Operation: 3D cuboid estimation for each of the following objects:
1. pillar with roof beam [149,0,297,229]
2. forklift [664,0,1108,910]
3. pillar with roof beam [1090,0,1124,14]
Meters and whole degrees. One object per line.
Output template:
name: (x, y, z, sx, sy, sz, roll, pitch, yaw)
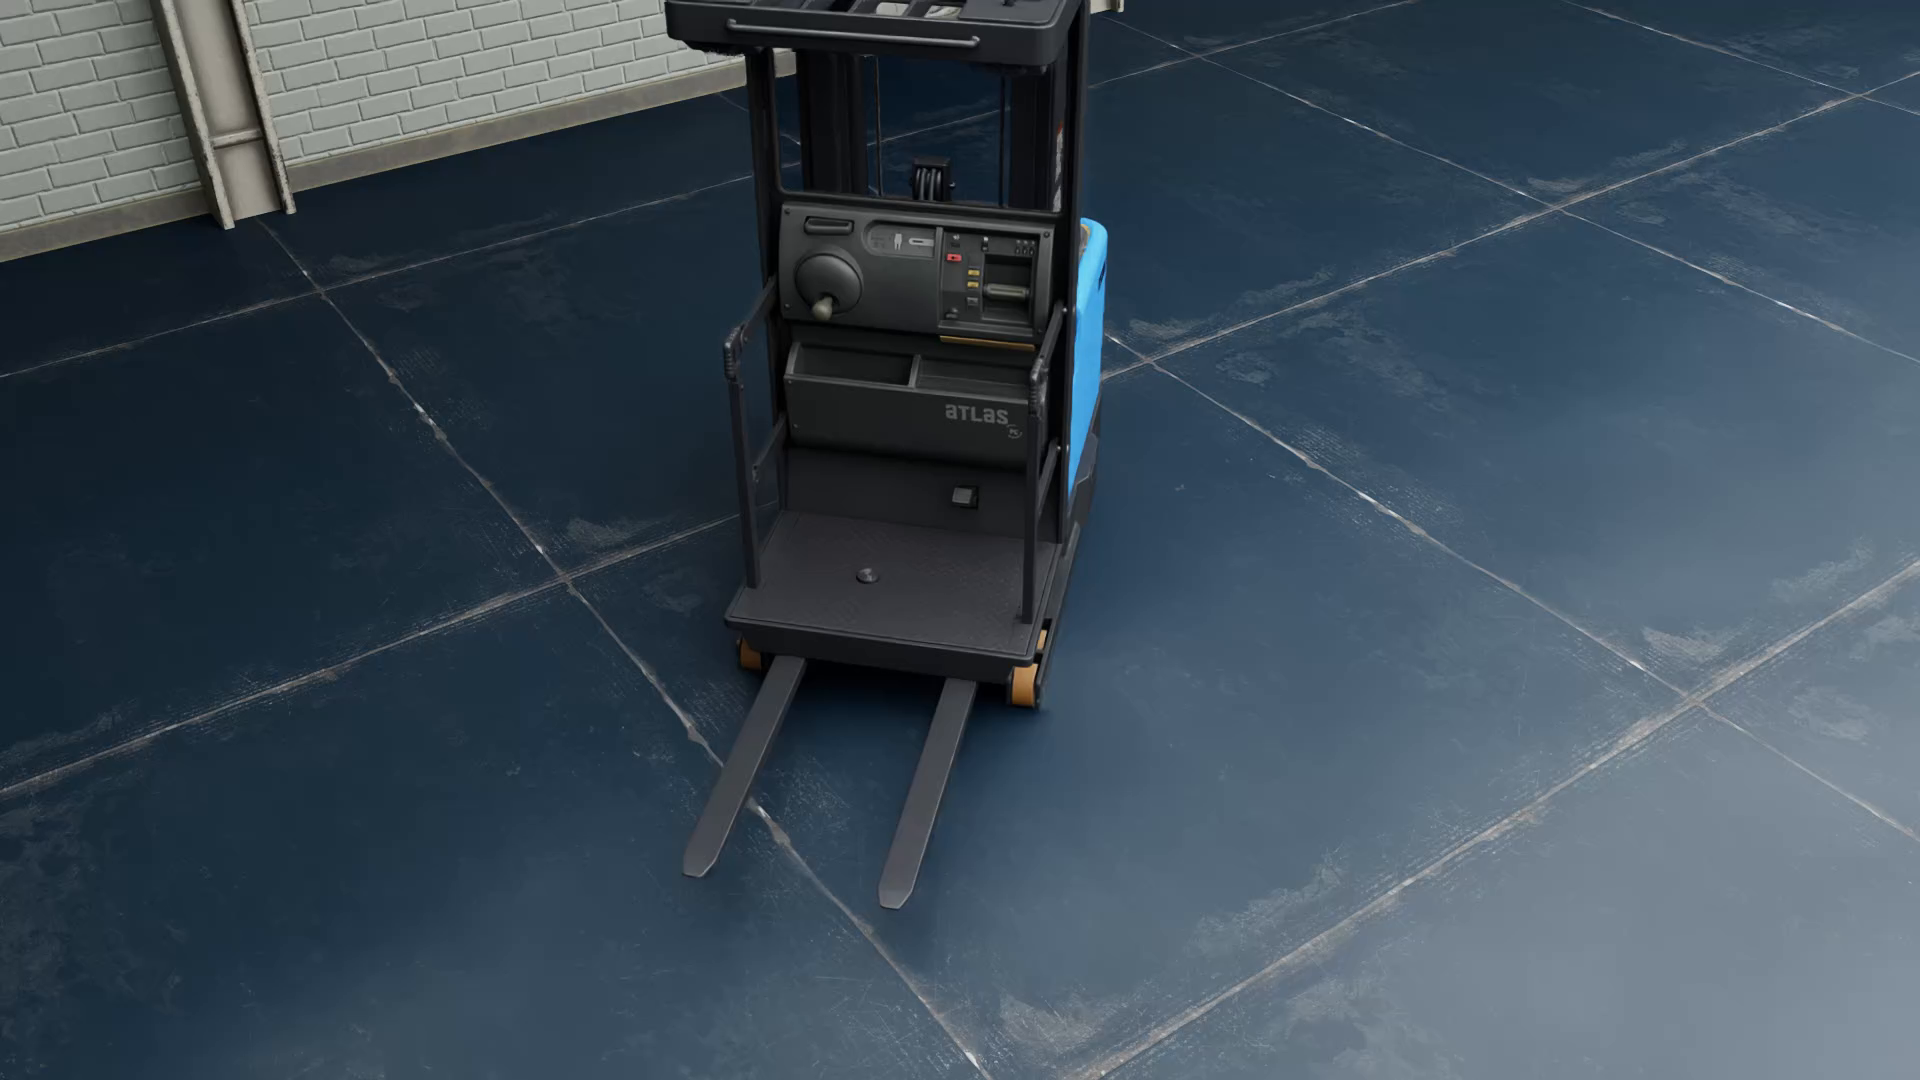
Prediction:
pillar with roof beam: (-1.479, -3.439, 3.825, 0.400, 9.000, 9.100, -22, 41, -28)
forklift: (-0.194, -0.833, 5.398, 1.130, 2.935, 3.031, 7, 36, 10)
pillar with roof beam: (3.425, -5.458, 6.631, 0.400, 9.000, 9.100, -22, 41, -28)
